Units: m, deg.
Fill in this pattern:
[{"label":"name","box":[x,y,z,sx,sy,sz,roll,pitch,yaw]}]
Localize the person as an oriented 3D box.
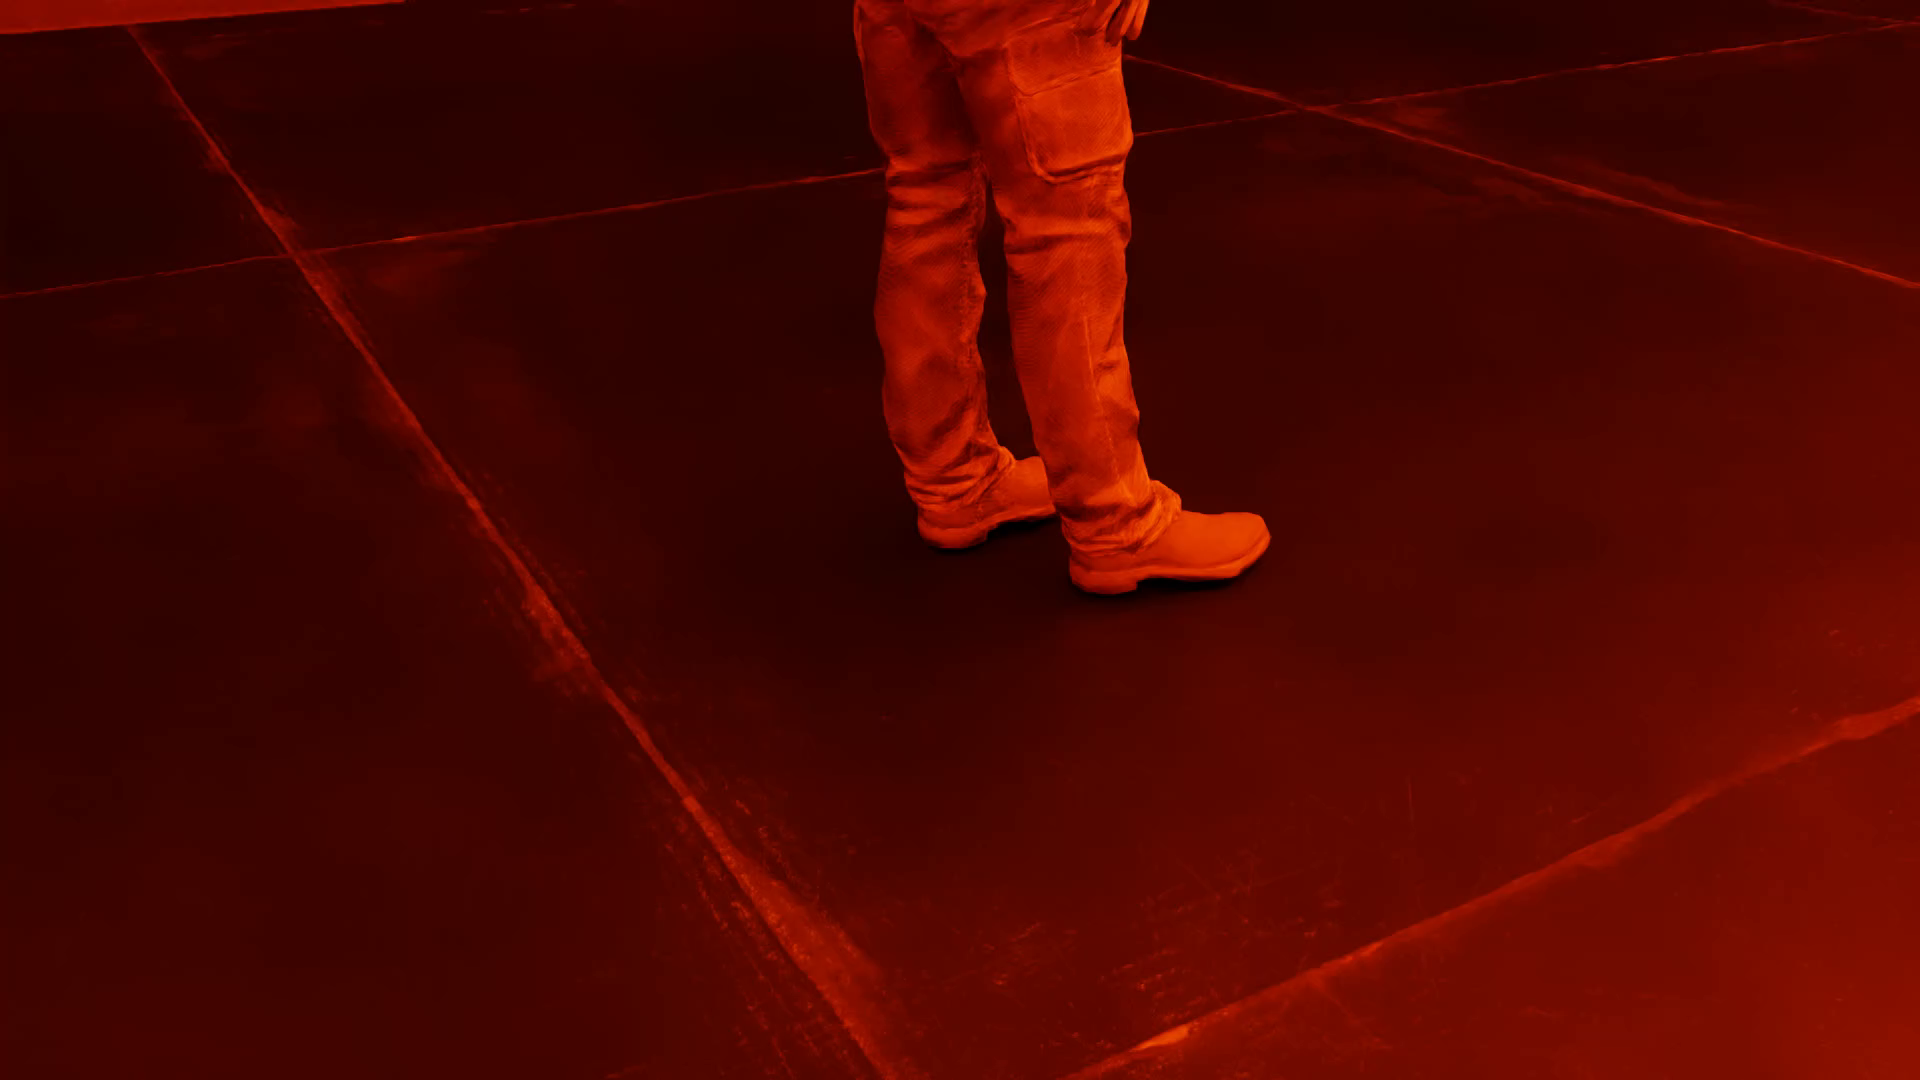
[{"label":"person","box":[0.066,-0.815,2.119,0.576,1.782,0.655,-15,30,-26]}]
